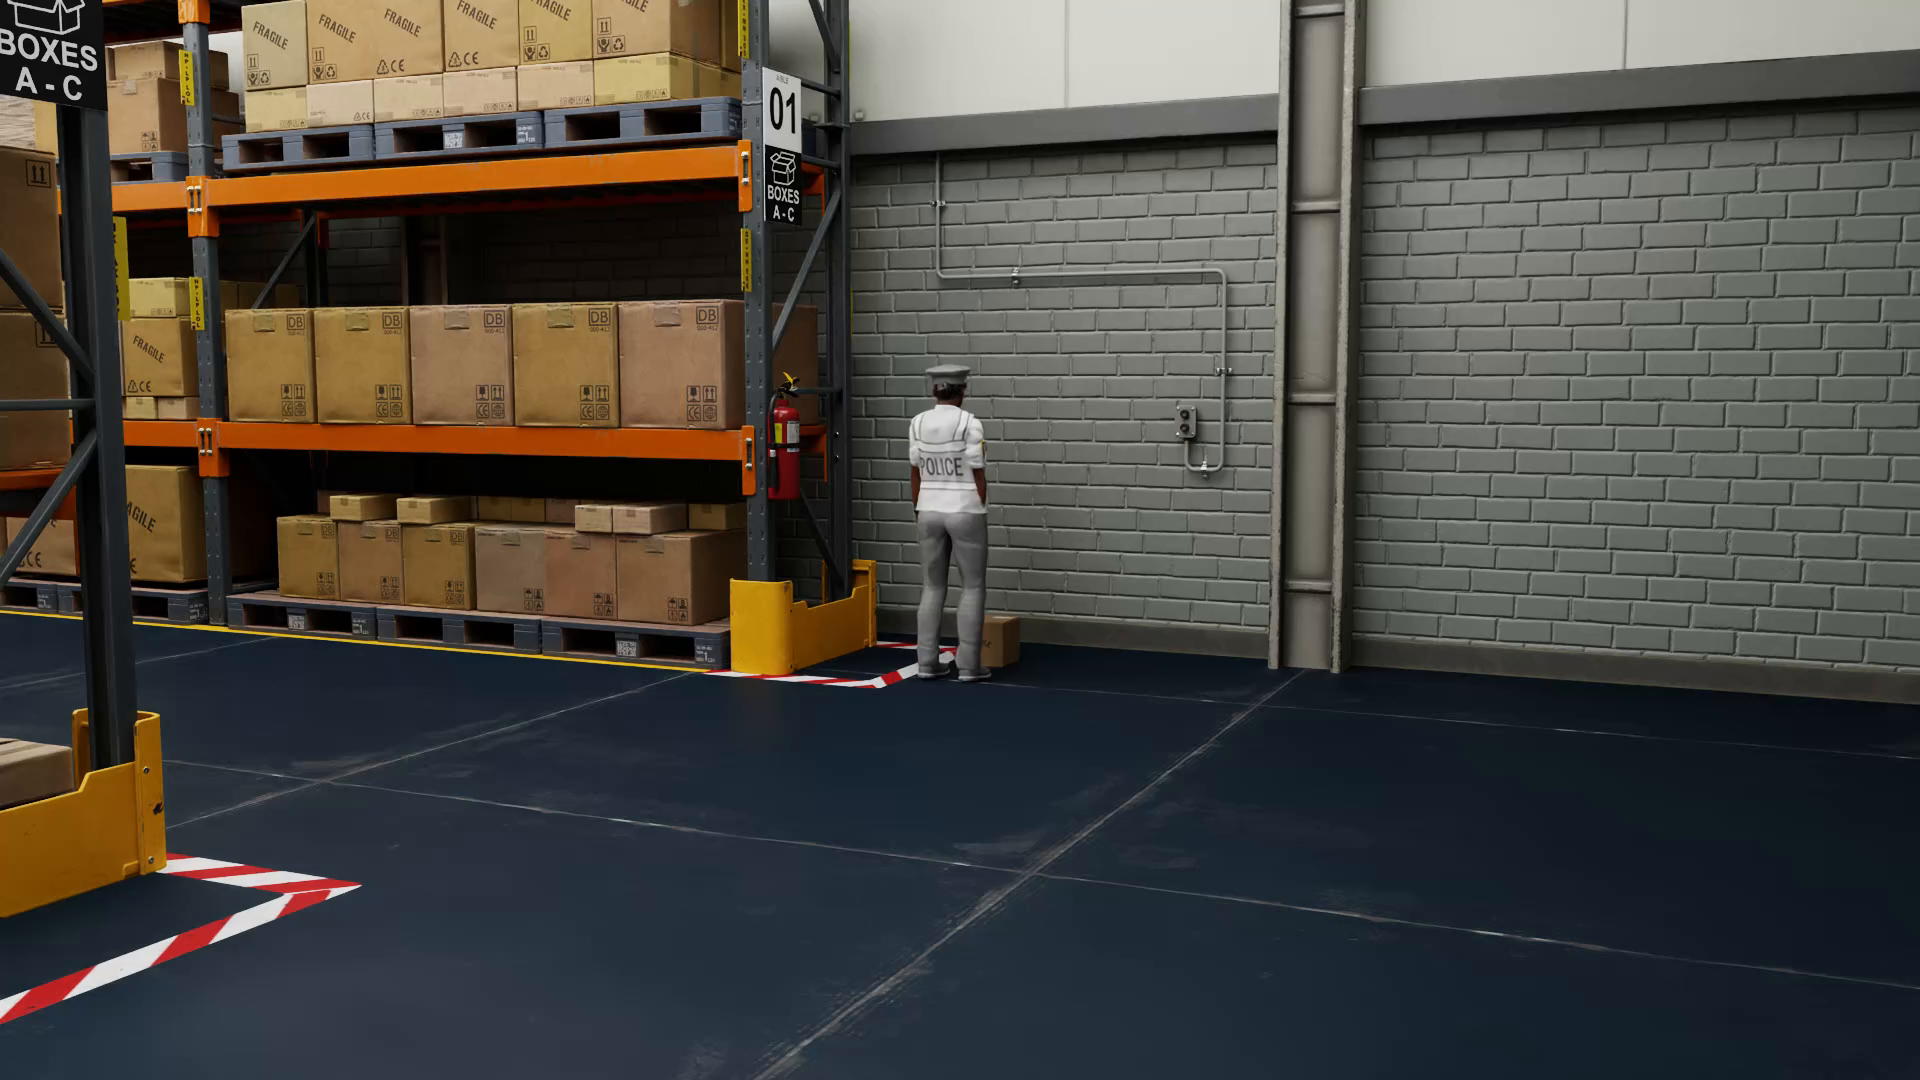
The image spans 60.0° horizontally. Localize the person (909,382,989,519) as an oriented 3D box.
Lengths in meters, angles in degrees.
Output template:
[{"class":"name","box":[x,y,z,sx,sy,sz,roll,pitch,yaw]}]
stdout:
[{"class":"person","box":[-0.054,-0.399,8.716,0.438,0.926,0.340,3,6,25]}]
